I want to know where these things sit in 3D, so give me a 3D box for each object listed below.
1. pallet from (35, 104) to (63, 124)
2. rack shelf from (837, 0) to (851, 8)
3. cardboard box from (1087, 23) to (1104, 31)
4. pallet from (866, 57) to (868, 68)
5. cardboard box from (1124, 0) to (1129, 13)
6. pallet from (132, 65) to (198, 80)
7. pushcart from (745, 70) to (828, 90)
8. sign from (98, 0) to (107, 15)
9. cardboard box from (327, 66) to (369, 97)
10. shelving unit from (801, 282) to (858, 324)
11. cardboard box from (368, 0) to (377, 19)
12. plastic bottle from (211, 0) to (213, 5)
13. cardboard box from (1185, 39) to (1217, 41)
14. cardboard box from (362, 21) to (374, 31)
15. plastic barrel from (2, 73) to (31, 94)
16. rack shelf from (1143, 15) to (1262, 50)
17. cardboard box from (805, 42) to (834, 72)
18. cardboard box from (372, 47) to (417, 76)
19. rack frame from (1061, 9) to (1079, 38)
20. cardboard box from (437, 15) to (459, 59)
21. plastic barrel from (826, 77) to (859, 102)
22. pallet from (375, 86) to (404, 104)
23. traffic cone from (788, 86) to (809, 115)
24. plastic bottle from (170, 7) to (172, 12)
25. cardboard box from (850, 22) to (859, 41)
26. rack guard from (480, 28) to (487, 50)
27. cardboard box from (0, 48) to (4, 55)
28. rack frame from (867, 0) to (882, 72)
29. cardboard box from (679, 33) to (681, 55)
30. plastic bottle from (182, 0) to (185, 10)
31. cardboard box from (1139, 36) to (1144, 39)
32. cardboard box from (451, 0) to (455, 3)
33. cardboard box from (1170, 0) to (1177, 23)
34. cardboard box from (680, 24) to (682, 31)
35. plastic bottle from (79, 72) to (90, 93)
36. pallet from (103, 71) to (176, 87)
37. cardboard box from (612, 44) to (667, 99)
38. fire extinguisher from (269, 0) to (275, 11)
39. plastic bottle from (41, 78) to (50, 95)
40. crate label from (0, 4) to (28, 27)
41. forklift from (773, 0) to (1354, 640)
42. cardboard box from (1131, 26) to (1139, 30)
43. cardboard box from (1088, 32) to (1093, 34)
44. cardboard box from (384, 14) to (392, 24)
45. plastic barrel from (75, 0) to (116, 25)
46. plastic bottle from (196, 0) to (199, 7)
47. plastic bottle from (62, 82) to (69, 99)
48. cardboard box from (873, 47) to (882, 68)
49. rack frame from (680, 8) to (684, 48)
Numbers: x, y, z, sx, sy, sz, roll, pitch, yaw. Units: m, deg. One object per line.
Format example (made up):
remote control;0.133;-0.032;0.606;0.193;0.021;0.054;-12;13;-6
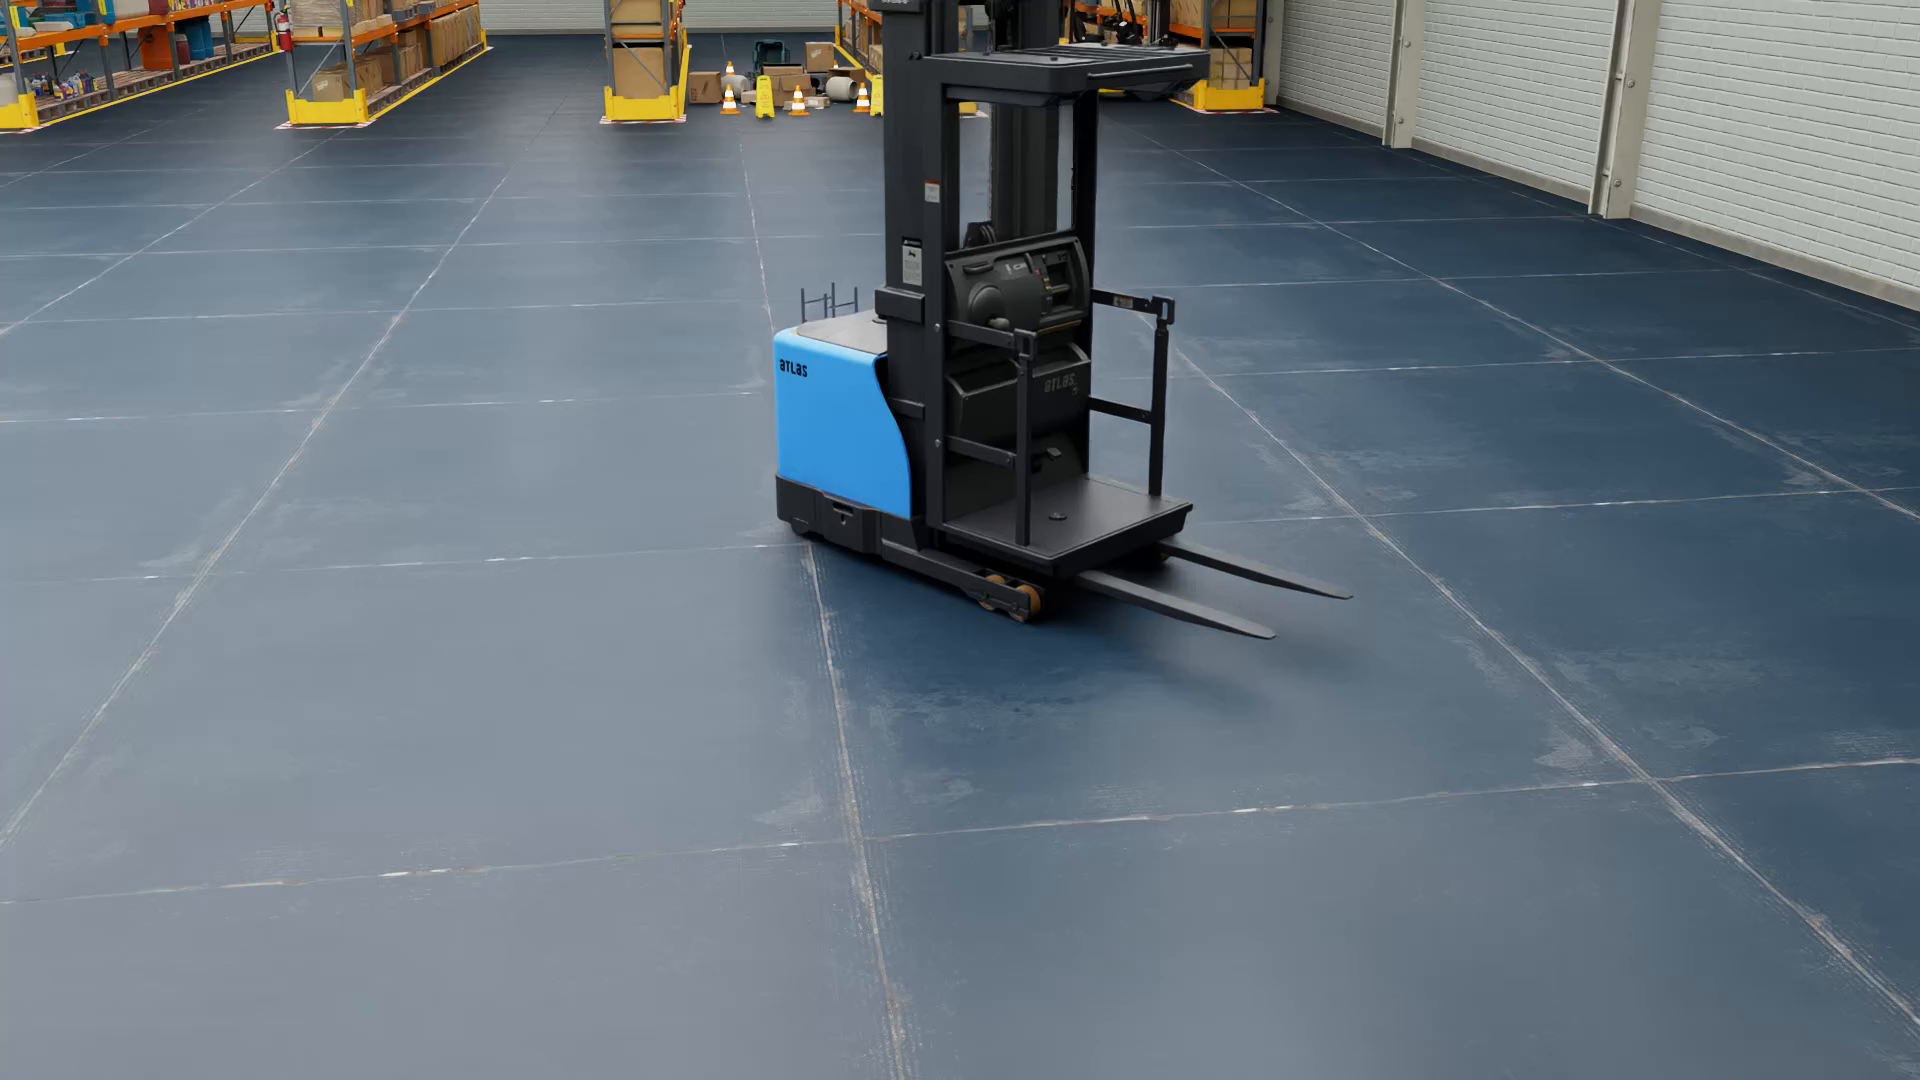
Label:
pallet;-15.174;-6.838;26.723;1.003;0.211;1.213;-3;21;-8
rack shelf;-2.315;-13.099;40.528;1.077;0.370;4.000;-3;21;-8
cardboard box;3.045;-11.464;37.169;0.380;0.149;0.250;-3;21;-9
pallet;-1.490;-10.329;36.069;1.003;0.211;1.213;-3;21;-8
cardboard box;3.587;-10.663;33.193;0.500;0.250;0.500;-3;21;-7
pallet;-16.313;-9.573;34.046;1.003;0.211;1.213;-3;21;-8
pushcart;-3.123;-8.613;31.236;1.648;0.377;0.936;-11;23;-26
sign;-15.036;-9.377;29.140;0.100;0.325;0.005;-3;21;-8
cardboard box;-10.369;-7.754;28.163;0.500;0.500;0.500;-1;21;-3
shelving unit;-0.701;-0.790;9.117;0.189;1.200;0.258;19;27;40
cardboard box;-10.468;-9.158;28.380;0.875;0.500;0.500;-3;21;-8
plastic bottle;-16.314;-11.742;36.150;0.097;0.201;0.097;0;20;0
cardboard box;4.447;-9.091;30.670;0.500;0.250;0.500;-3;21;-7
cardboard box;-10.029;-8.606;27.830;0.380;0.149;0.250;-3;21;-8
plastic barrel;-15.248;-7.268;26.843;0.421;0.512;0.421;0;20;0
rack shelf;4.326;-9.196;30.077;1.077;0.370;4.000;-3;21;-8
cardboard box;-2.631;-9.057;31.169;0.500;0.500;0.500;-3;21;-8
cardboard box;-10.960;-9.275;32.207;0.700;0.500;0.500;-1;21;-3
rack frame;2.884;-12.995;39.222;1.000;3.000;0.127;-3;21;-8
cardboard box;-11.592;-10.915;36.089;1.225;0.875;0.875;-4;21;-10
plastic barrel;-2.093;-8.020;29.585;0.512;0.421;0.421;12;24;30
pallet;-10.549;-7.936;29.664;1.003;0.211;1.213;-3;21;-8
traffic cone;-2.685;-7.310;27.627;0.336;0.463;0.334;-3;21;-8
plastic bottle;-15.901;-10.717;33.299;0.152;0.276;0.135;-3;21;-8
cardboard box;-2.269;-12.585;41.185;0.875;0.438;0.875;-2;21;-6
rack guard;-12.414;-12.466;41.377;1.175;0.500;0.348;-3;21;-8
cardboard box;-21.483;-10.848;36.687;0.500;0.311;0.500;-3;21;-8
rack frame;-1.451;-11.358;34.840;1.000;3.000;0.127;-3;21;-8
cardboard box;-6.481;-11.063;37.022;0.500;0.500;0.500;-3;21;-9
plastic bottle;-16.010;-11.042;34.178;0.097;0.271;0.097;0;20;0
cardboard box;3.847;-9.758;33.350;0.875;0.625;0.625;-3;21;-8
cardboard box;-11.496;-12.142;36.796;0.500;0.500;0.500;-3;21;-8
cardboard box;4.060;-9.575;29.923;0.500;0.500;0.500;-3;21;-7
cardboard box;-6.950;-12.457;40.405;0.380;0.149;0.250;-2;21;-6
plastic bottle;-15.176;-7.914;28.775;0.144;0.351;0.185;-4;21;-10
pallet;-16.085;-9.032;32.597;1.003;0.211;1.213;-3;21;-8
cardboard box;-5.344;-7.737;27.580;0.875;0.875;0.875;-3;21;-7
fire extinguisher;-16.884;-13.243;40.529;0.296;0.674;0.183;-3;21;-8
plastic bottle;-15.736;-7.807;28.603;0.097;0.271;0.097;0;20;0
crate label;-15.538;-8.479;27.080;0.502;0.435;0.616;-3;21;-8
forklift;0.437;-1.201;7.744;3.031;2.935;1.130;19;27;40
cardboard box;3.694;-11.136;36.290;0.380;0.149;0.250;-2;21;-5
cardboard box;3.125;-10.945;36.706;0.500;0.500;0.500;-3;21;-9
cardboard box;-10.359;-9.296;29.678;0.380;0.149;0.250;-3;21;-8
plastic barrel;-15.338;-9.608;29.436;0.600;0.901;0.708;-3;21;-8
plastic bottle;-16.180;-11.387;35.095;0.152;0.276;0.135;-3;21;-8
plastic bottle;-15.007;-7.529;27.858;0.097;0.271;0.097;0;20;0
cardboard box;-1.265;-9.873;34.018;0.950;0.372;0.625;-3;21;-9
rack frame;-7.488;-13.843;41.494;1.000;3.000;0.127;-3;21;-8
